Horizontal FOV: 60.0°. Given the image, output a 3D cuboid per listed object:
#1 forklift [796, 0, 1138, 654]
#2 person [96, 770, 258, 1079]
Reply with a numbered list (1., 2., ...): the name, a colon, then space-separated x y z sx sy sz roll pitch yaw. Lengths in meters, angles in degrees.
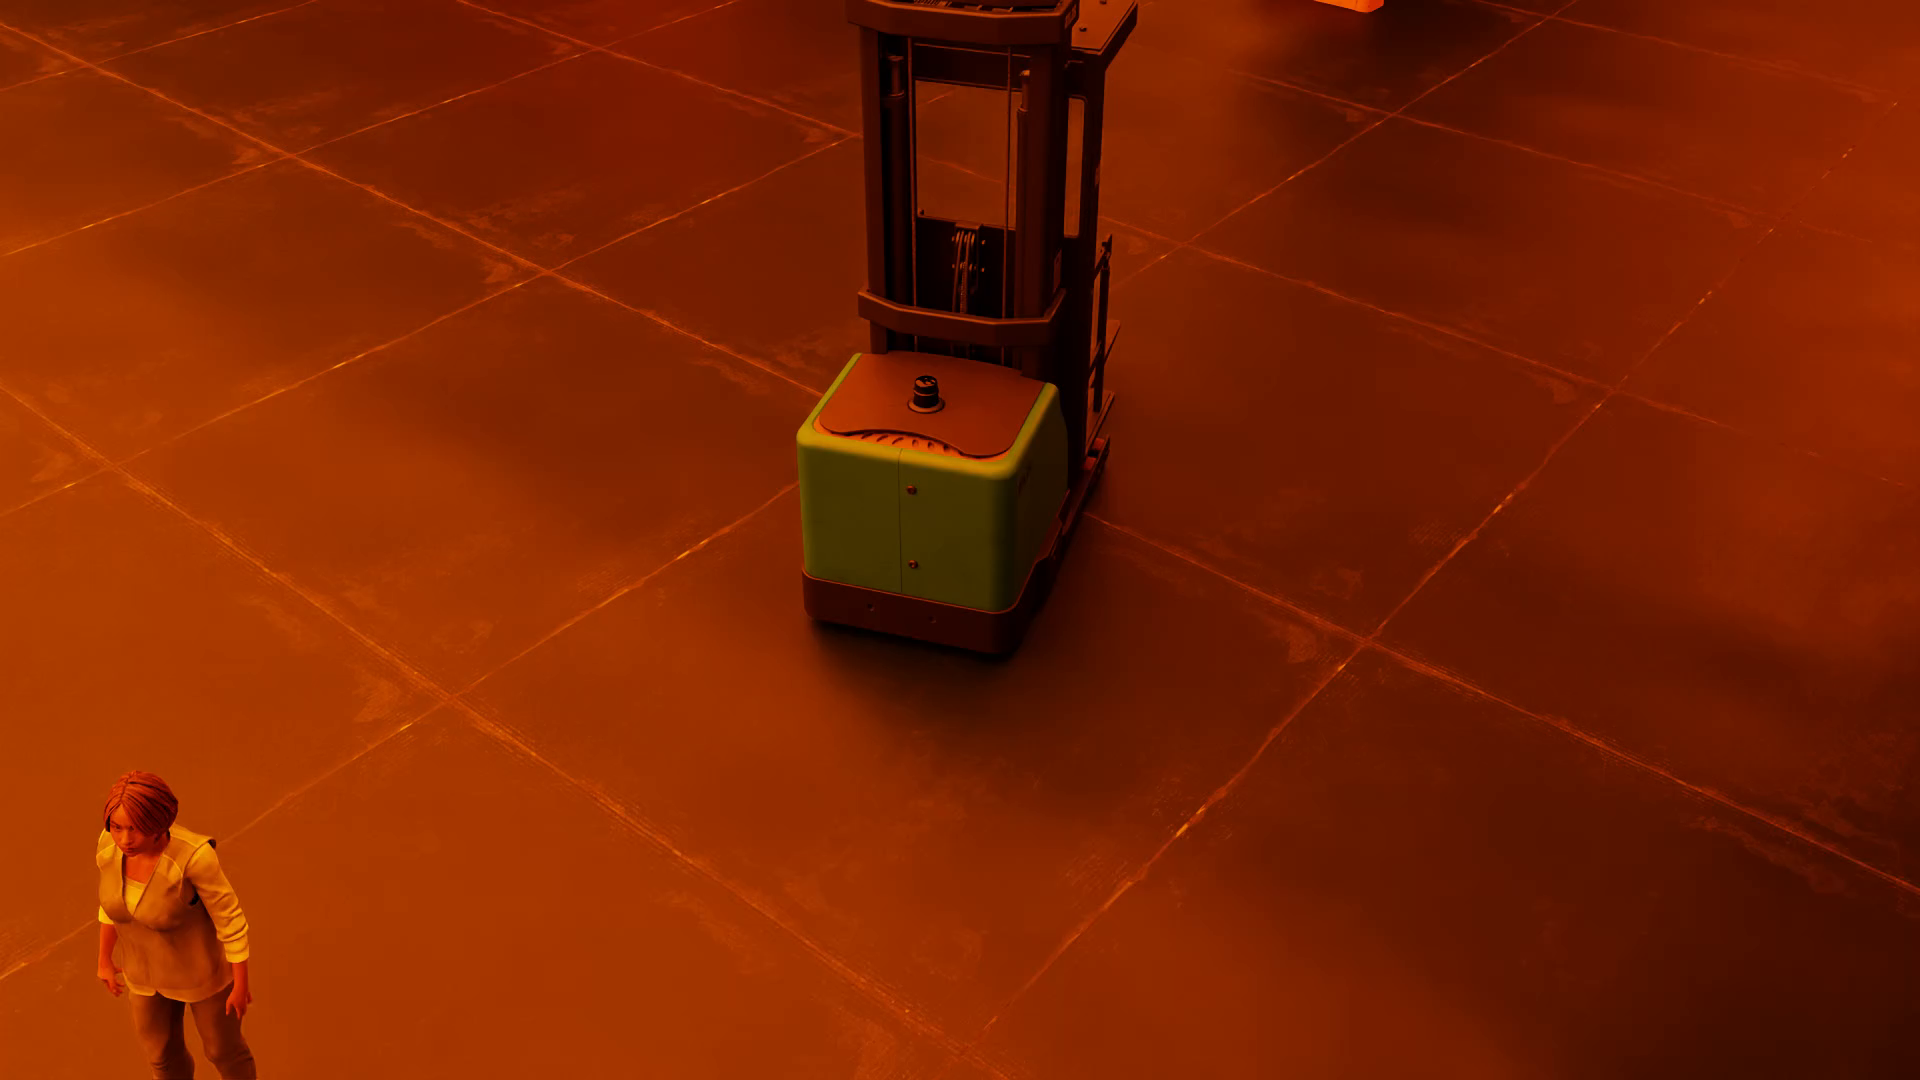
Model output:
1. forklift: 0.182 -1.527 8.118 1.130 2.935 3.031 10 37 14
2. person: -2.474 1.410 5.196 0.520 1.600 0.472 6 36 8
